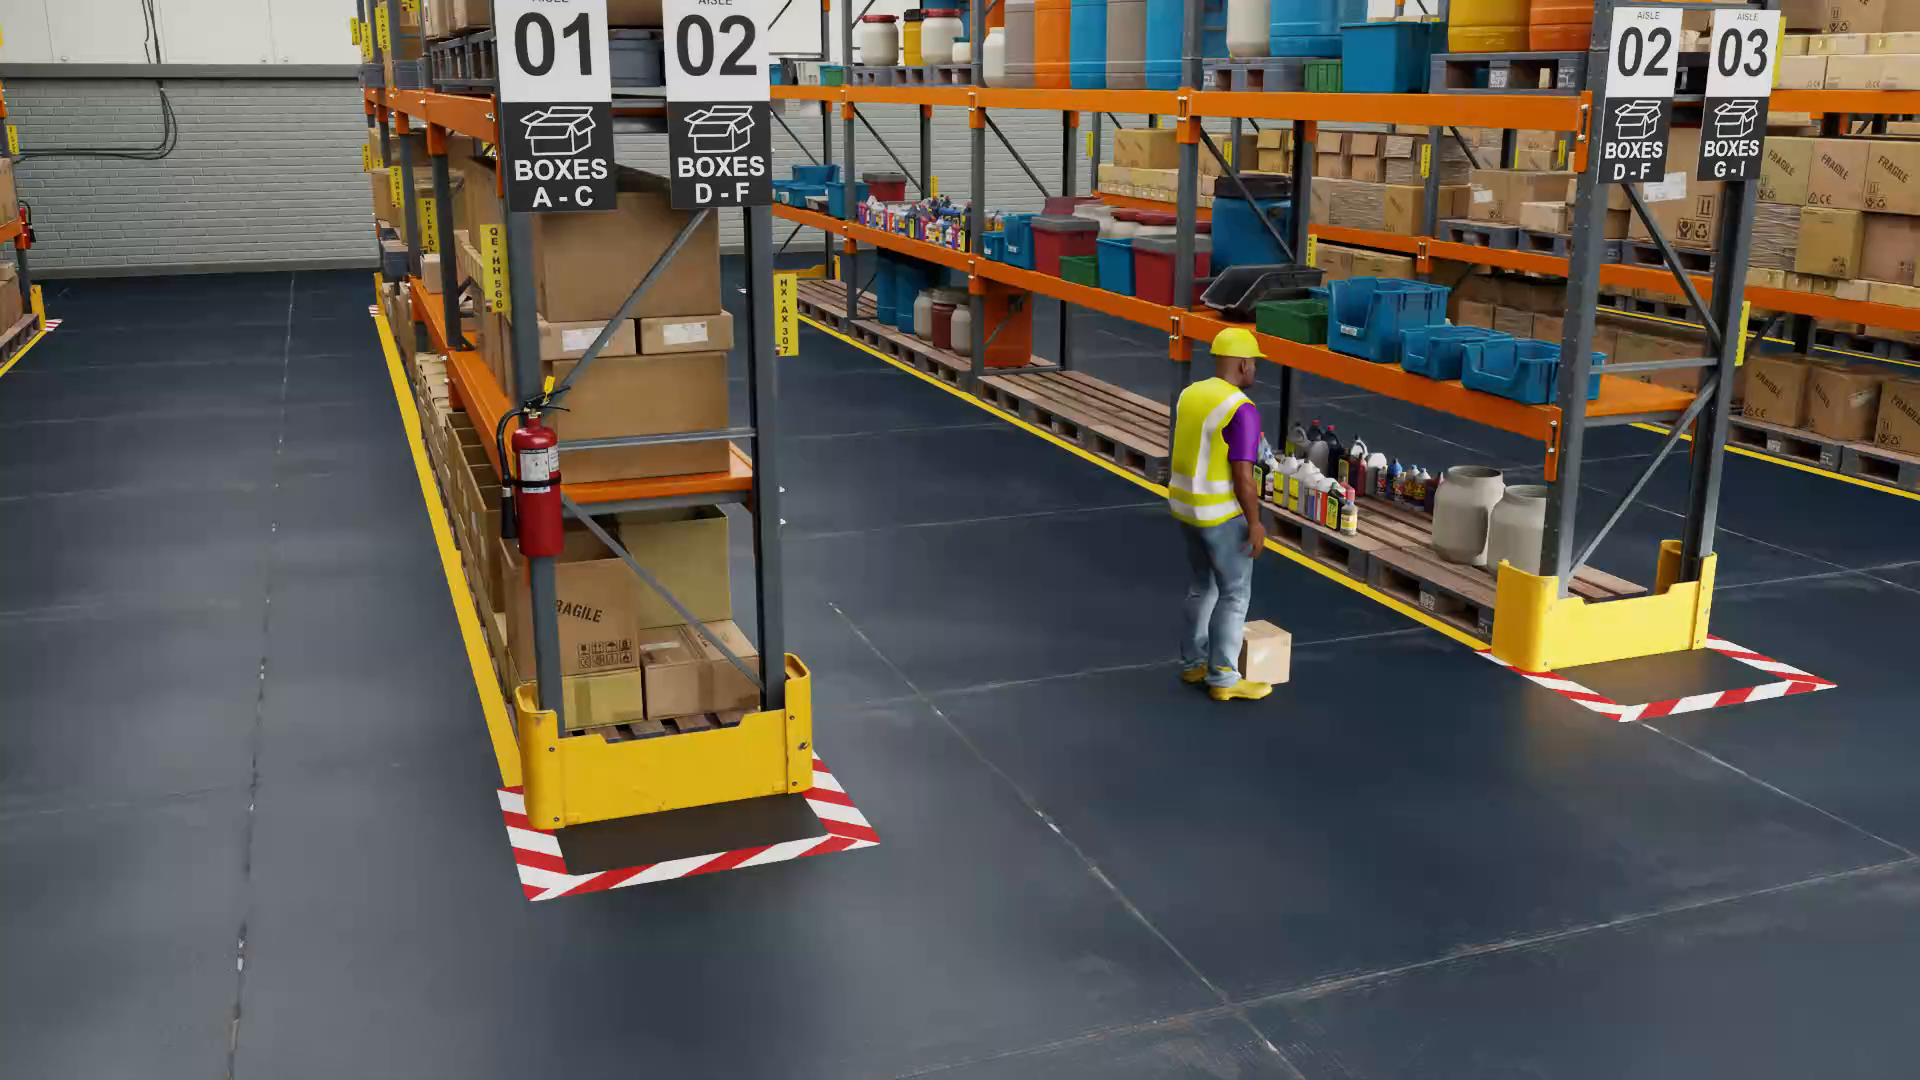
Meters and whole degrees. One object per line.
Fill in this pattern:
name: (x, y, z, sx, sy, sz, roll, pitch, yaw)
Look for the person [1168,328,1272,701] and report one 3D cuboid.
person: (1.250, -0.137, 7.987, 0.460, 1.759, 0.629, -7, 17, -23)
